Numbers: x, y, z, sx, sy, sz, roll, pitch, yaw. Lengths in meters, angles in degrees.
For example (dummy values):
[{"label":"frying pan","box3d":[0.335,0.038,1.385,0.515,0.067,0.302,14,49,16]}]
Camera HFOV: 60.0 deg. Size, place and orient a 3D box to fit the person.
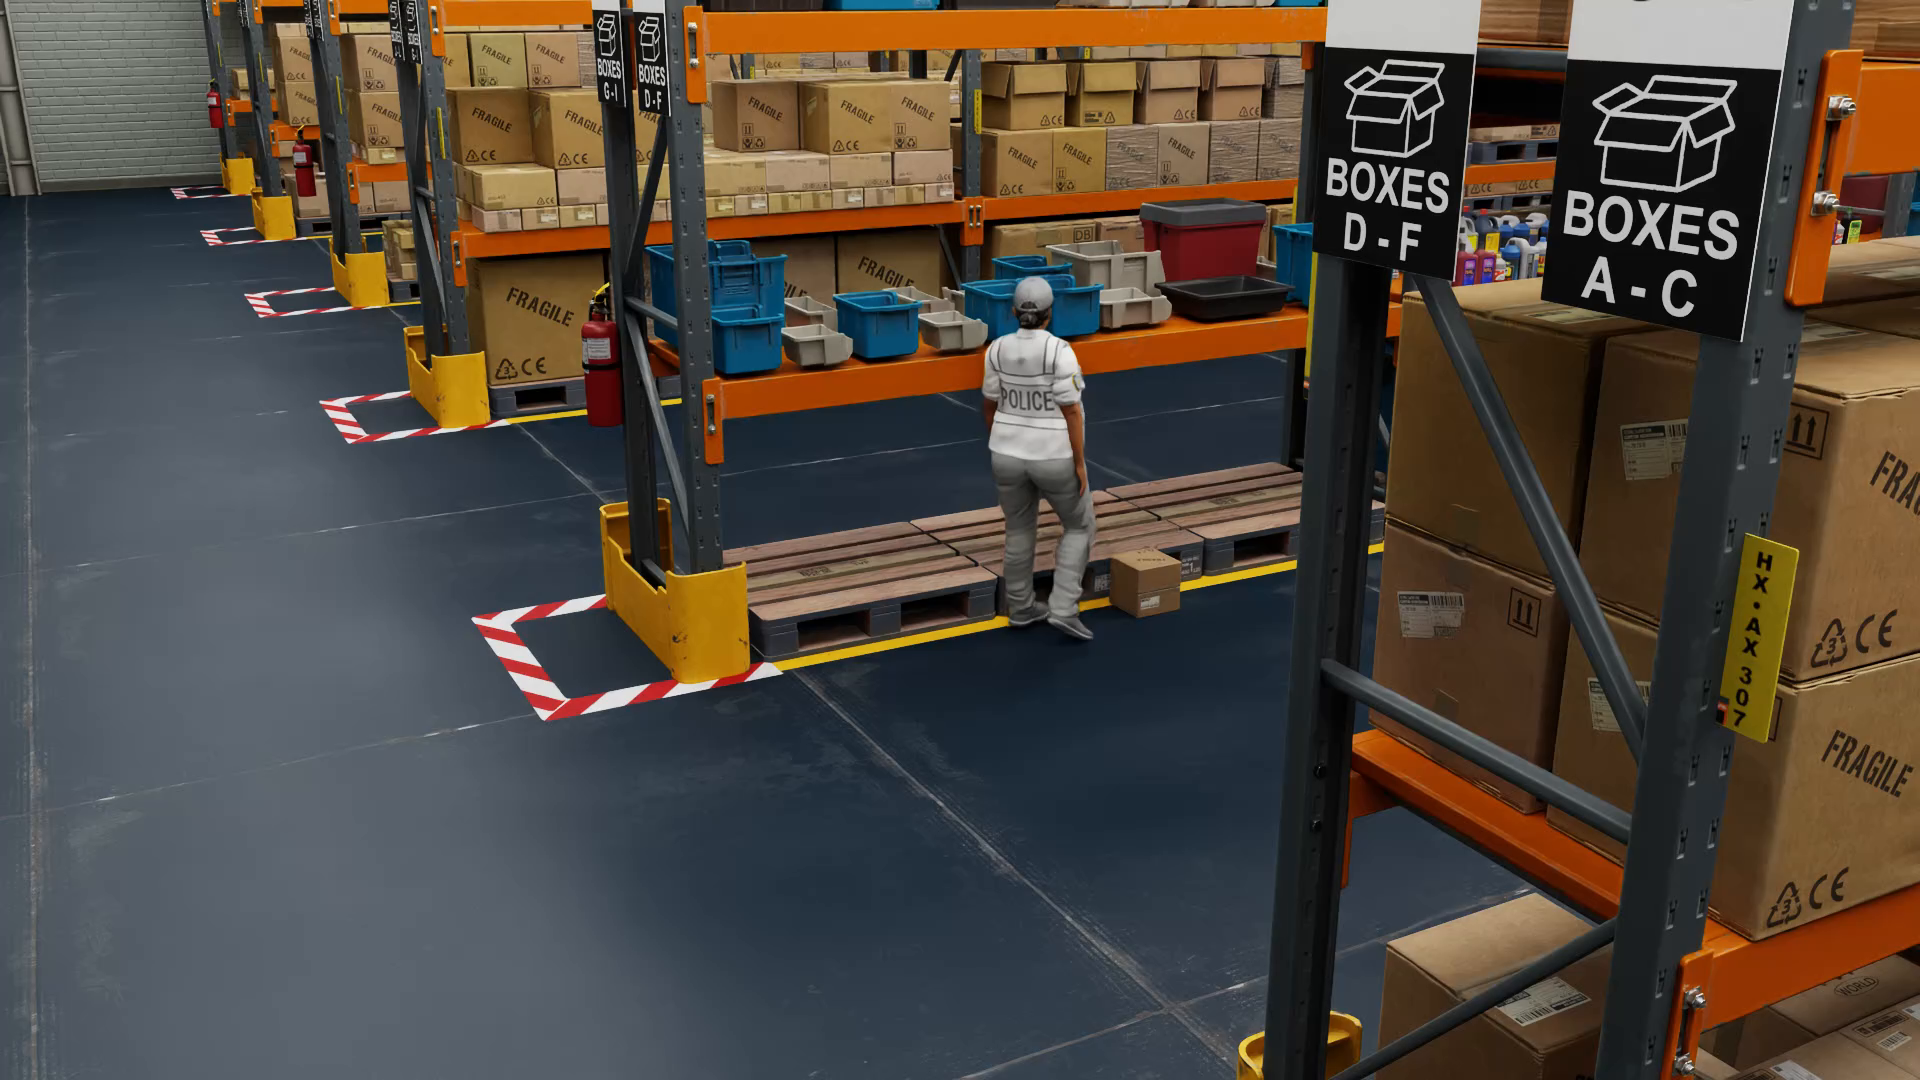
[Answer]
[{"label":"person","box3d":[0.367,-0.349,7.605,0.535,1.723,0.452,9,21,25]}]
